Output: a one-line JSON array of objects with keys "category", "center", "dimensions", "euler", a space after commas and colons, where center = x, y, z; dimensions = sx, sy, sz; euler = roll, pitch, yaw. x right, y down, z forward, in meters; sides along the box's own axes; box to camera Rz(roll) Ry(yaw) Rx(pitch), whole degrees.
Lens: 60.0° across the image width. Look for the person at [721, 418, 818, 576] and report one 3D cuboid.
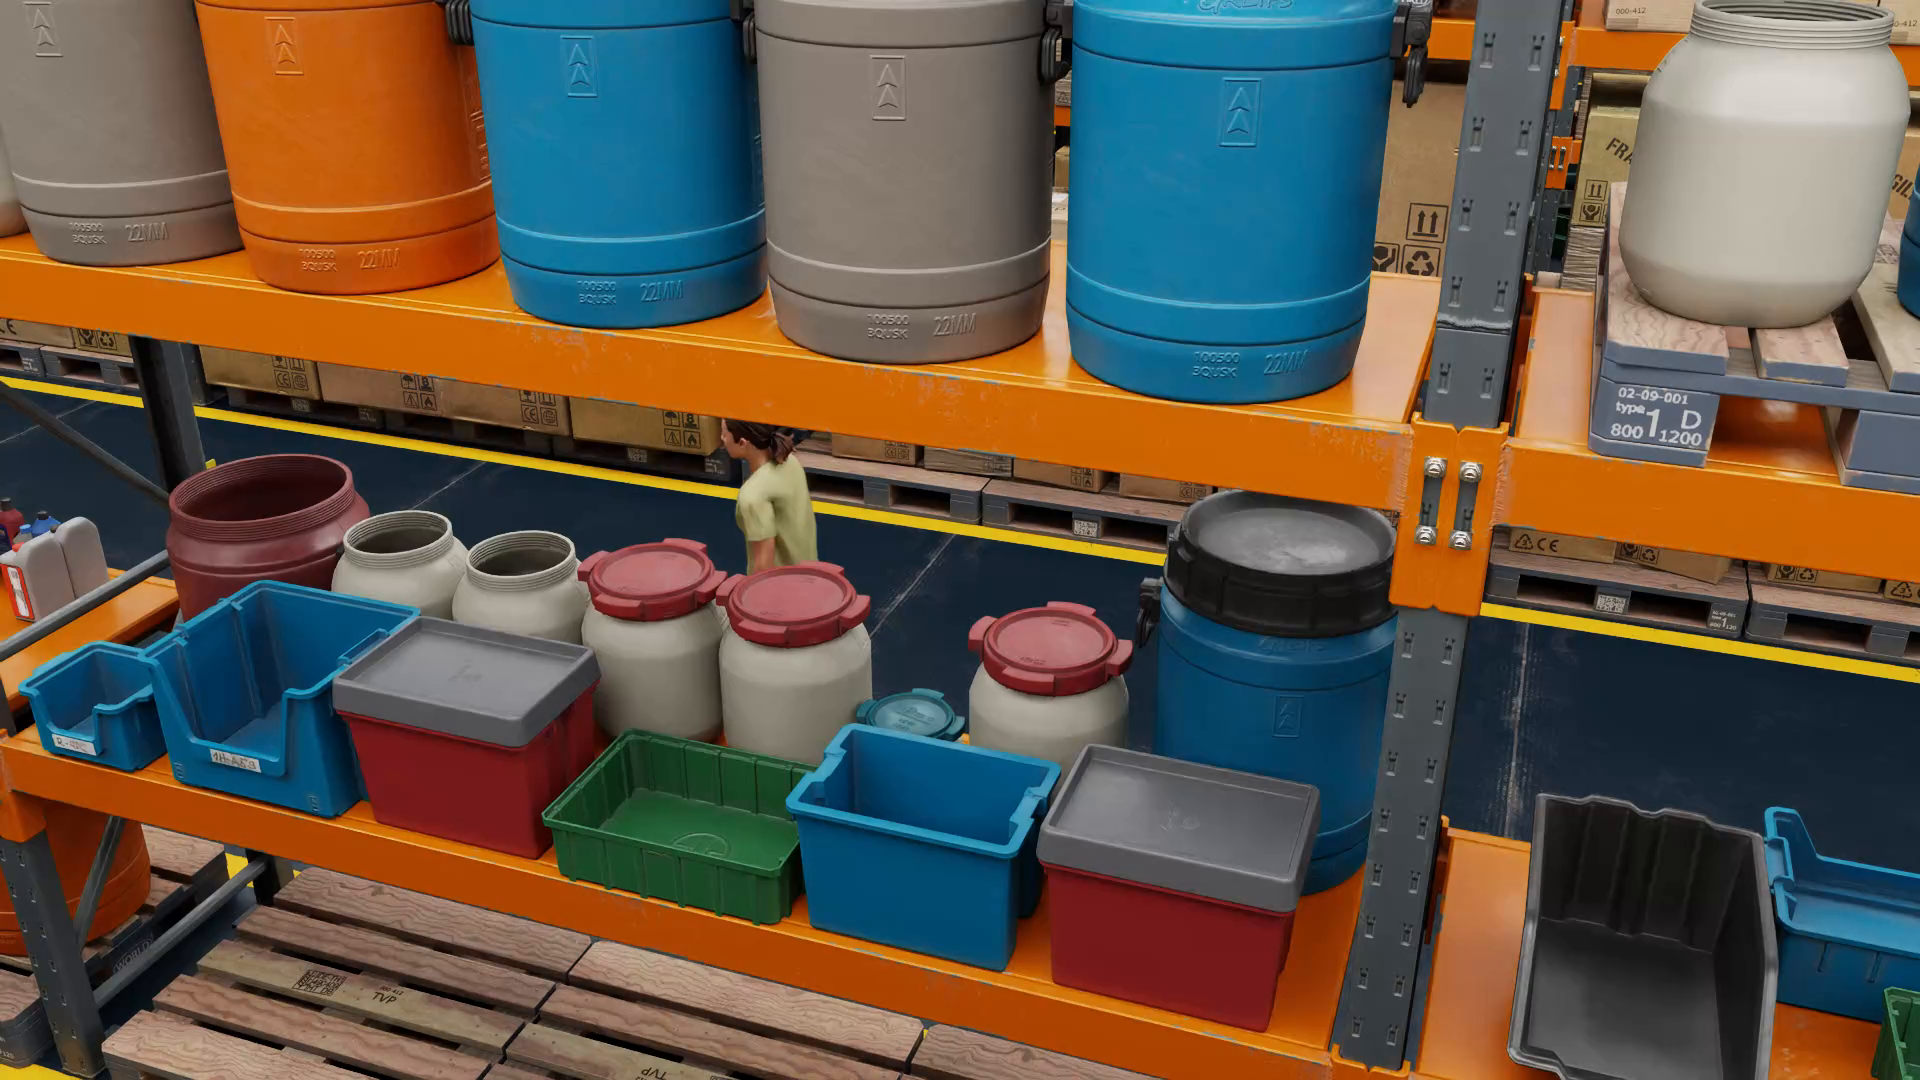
[{"category": "person", "center": [-0.756, 0.205, 6.688], "dimensions": [0.353, 1.673, 0.510], "euler": [8, 27, 16]}]
